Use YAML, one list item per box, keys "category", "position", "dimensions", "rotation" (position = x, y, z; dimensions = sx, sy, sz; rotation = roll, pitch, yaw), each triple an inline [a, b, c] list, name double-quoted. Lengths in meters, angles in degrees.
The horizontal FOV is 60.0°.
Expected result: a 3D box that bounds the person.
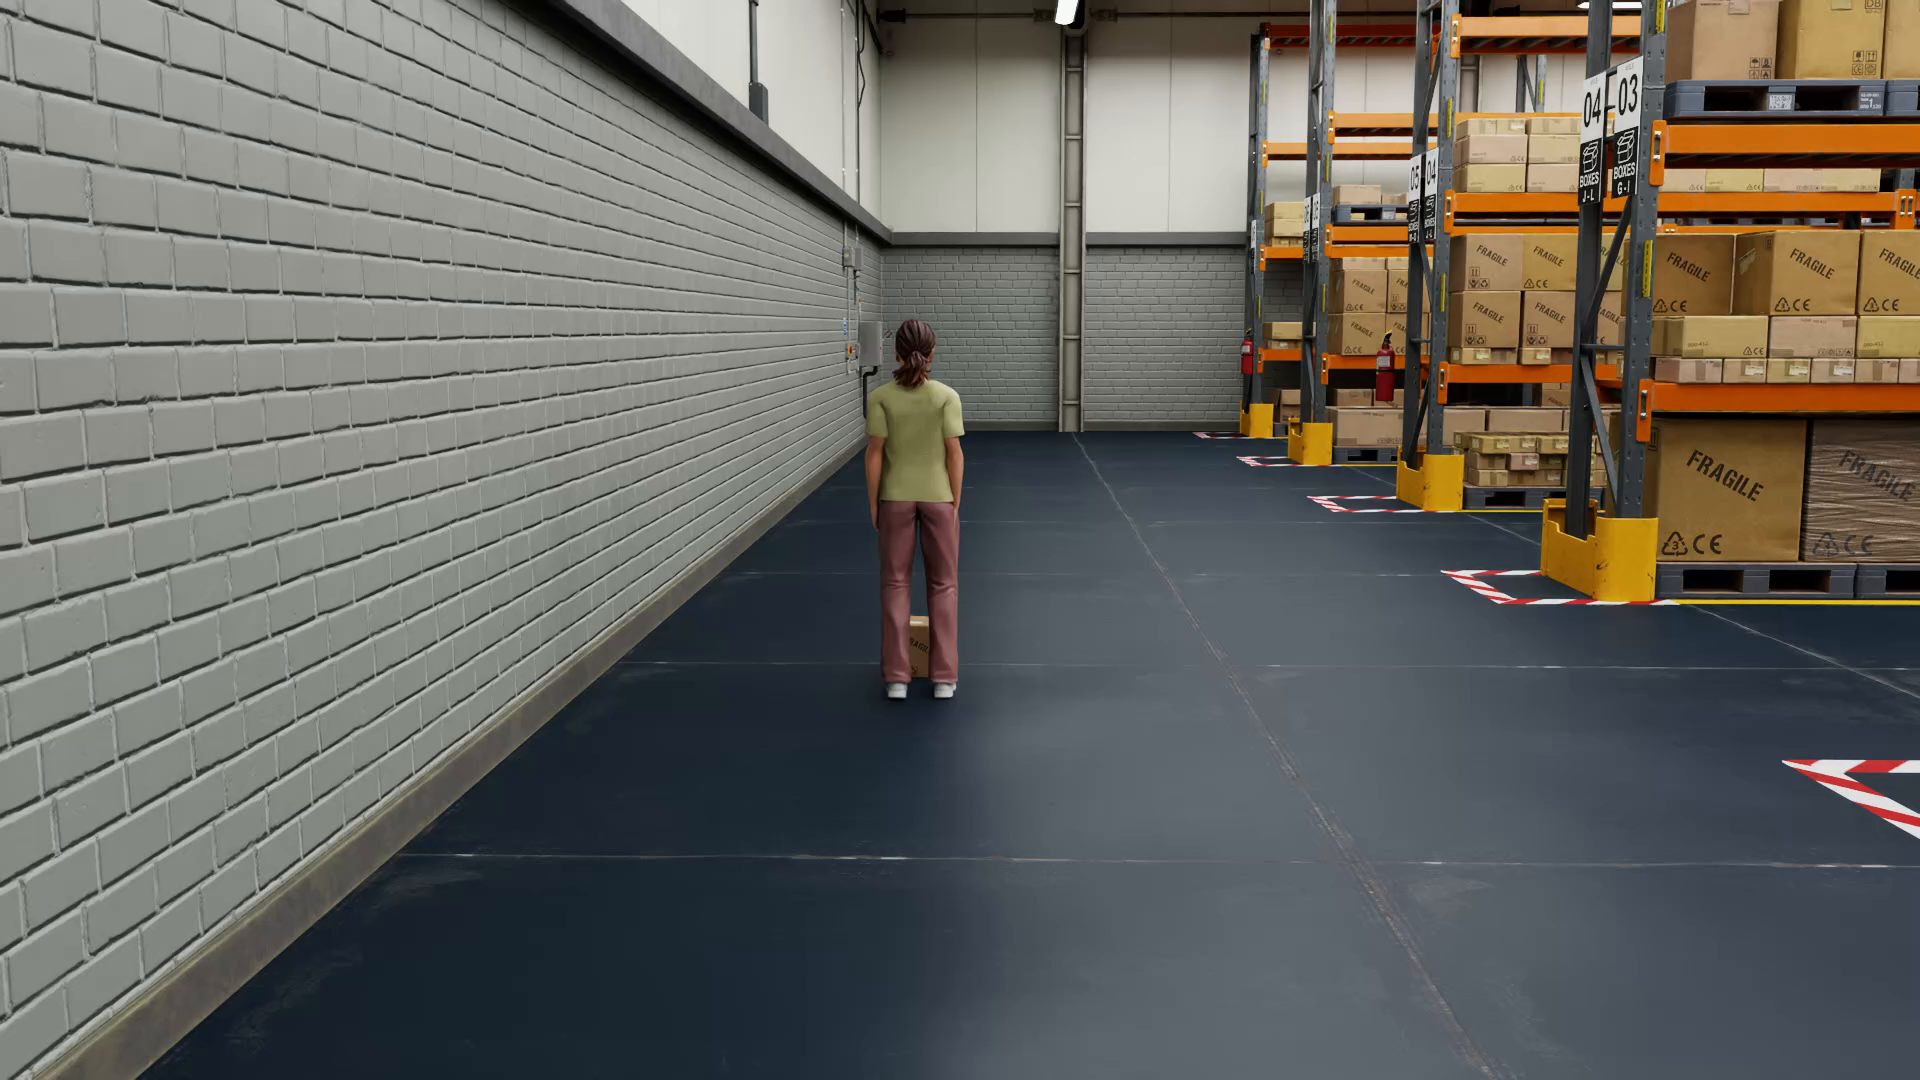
- category: "person"
  position: [-0.198, -0.134, 7.358]
  dimensions: [0.441, 1.670, 0.367]
  rotation: [0, 7, 2]
